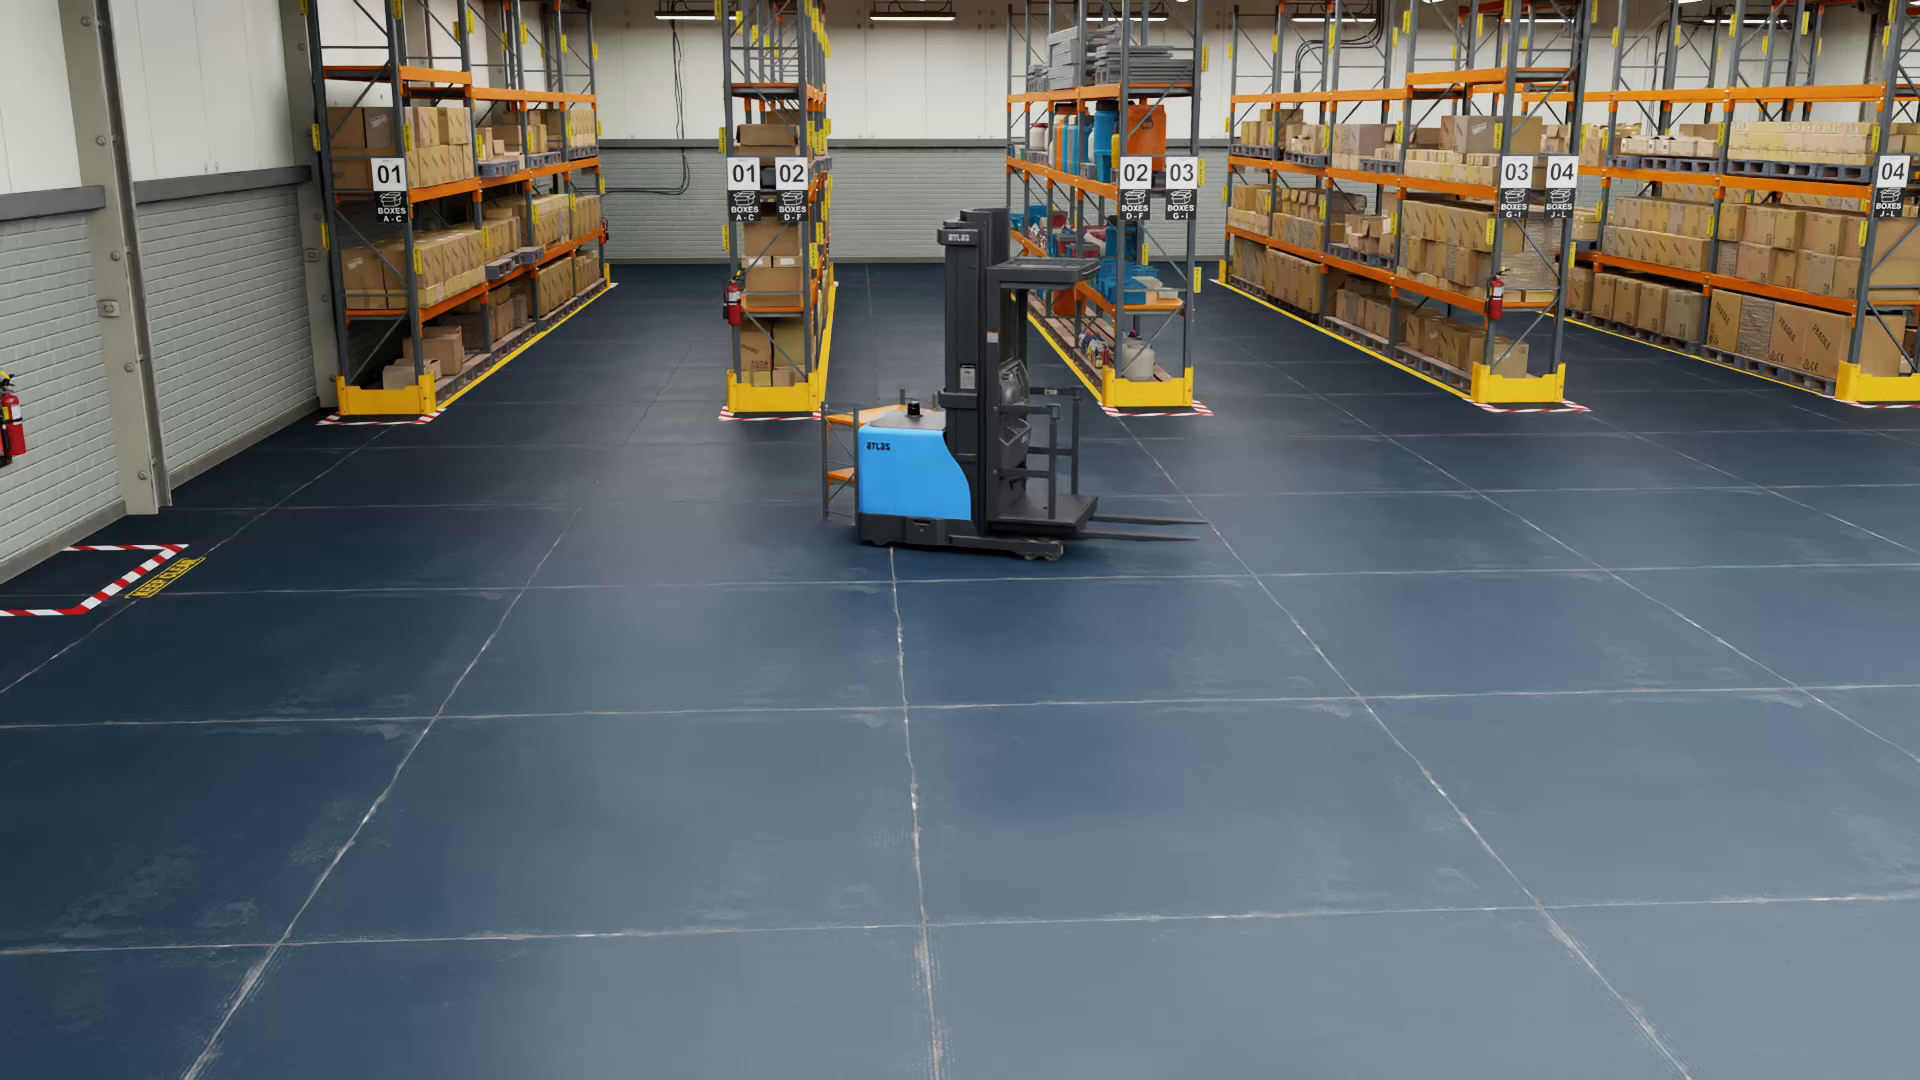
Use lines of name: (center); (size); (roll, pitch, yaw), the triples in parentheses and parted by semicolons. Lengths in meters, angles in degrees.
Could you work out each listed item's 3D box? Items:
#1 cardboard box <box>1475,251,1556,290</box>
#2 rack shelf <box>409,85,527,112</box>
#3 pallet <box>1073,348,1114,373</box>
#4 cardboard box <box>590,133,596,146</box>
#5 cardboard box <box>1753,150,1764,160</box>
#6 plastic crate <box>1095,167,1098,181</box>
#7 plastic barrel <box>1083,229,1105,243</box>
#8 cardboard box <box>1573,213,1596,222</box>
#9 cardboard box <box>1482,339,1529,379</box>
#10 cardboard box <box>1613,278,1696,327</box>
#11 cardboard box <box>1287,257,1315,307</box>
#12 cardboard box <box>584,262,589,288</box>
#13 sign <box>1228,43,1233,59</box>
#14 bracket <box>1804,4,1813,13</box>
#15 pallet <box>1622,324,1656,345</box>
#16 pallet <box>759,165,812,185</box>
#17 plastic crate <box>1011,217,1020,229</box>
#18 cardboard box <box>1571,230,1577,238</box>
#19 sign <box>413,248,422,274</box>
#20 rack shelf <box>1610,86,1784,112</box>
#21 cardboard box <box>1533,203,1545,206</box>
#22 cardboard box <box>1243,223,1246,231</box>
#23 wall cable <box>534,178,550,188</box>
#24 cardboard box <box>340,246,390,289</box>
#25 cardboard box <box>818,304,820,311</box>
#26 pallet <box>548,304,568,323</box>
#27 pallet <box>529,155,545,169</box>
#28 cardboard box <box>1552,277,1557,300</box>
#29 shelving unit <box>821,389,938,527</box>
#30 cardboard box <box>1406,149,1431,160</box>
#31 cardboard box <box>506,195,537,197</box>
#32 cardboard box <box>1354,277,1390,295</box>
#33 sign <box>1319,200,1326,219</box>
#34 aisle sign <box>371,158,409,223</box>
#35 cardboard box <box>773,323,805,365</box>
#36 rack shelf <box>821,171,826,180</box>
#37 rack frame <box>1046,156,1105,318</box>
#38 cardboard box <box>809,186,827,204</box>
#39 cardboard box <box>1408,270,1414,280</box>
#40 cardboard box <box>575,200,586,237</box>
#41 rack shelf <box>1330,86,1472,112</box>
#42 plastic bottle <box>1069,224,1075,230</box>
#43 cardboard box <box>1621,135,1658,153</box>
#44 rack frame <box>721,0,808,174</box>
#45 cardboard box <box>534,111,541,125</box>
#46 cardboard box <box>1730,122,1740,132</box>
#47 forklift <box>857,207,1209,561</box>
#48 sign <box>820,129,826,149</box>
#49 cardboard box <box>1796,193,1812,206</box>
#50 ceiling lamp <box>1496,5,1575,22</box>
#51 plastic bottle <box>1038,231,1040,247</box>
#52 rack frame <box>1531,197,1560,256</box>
cardboard box: (7.461, -3.639, 22.352); (0.875, 0.500, 0.500); (-1, 14, -3)
rack shelf: (-7.736, -6.935, 26.169); (1.077, 0.370, 4.000); (-1, 14, -3)
pallet: (2.276, -2.710, 25.134); (1.003, 0.211, 1.213); (-1, 14, -3)
cardboard box: (-8.045, -8.513, 35.331); (0.500, 0.250, 0.500); (0, 14, -2)
cardboard box: (11.907, -5.654, 24.422); (0.380, 0.149, 0.250); (-1, 14, -4)
plastic crate: (2.102, -5.181, 23.549); (0.336, 0.188, 0.450); (-1, 14, -3)
plastic barrel: (2.305, -5.024, 28.309); (0.421, 0.512, 0.421); (0, 14, 0)
cardboard box: (11.427, -5.898, 30.395); (0.380, 0.149, 0.250); (-1, 14, -4)
cardboard box: (7.446, -2.458, 22.732); (0.500, 0.500, 0.500); (2, 15, 7)
cardboard box: (11.934, -4.094, 28.590); (1.050, 0.750, 0.750); (-1, 14, -3)
cardboard box: (6.902, -4.867, 31.344); (1.225, 0.875, 0.875); (-1, 14, -3)
cardboard box: (-8.109, -5.497, 34.546); (0.700, 0.500, 0.500); (-1, 14, -2)
sign: (5.922, -10.716, 36.423); (0.100, 0.325, 0.005); (-1, 14, -3)
bracket: (21.527, -13.539, 42.365); (0.235, 0.232, 0.430); (-1, 14, -3)
pallet: (11.975, -3.500, 28.206); (1.003, 0.211, 1.213); (-1, 14, -3)
pallet: (-2.438, -4.743, 21.600); (1.003, 0.211, 1.213); (-1, 14, -3)
plastic crate: (1.301, -6.766, 35.519); (0.416, 0.233, 0.300); (-1, 14, -3)
cardboard box: (11.426, -5.609, 30.470); (0.380, 0.149, 0.250); (-1, 14, -4)
sign: (-6.822, -3.508, 20.902); (0.100, 0.325, 0.005); (-1, 14, -3)
rack shelf: (12.052, -7.216, 27.260); (1.077, 0.370, 4.000); (-1, 14, -3)
cardboard box: (11.902, -6.665, 34.112); (0.500, 0.500, 0.500); (-1, 14, -4)
cardboard box: (6.265, -6.691, 35.516); (0.380, 0.149, 0.250); (-1, 14, -5)
wall cable: (-9.379, -7.855, 37.497); (0.084, 1.984, 1.851); (-1, 14, -3)
cardboard box: (-7.605, -3.494, 21.343); (0.500, 0.500, 0.500); (-1, 14, -4)
cardboard box: (-2.504, -3.655, 26.763); (0.500, 0.311, 0.500); (-1, 14, -5)
pallet: (-7.906, -4.219, 31.000); (1.003, 0.211, 1.213); (-1, 14, -3)
pallet: (-7.952, -6.590, 28.979); (1.213, 0.211, 1.003); (0, 14, -1)
cardboard box: (11.549, -4.763, 31.693); (0.500, 0.500, 0.500); (-2, 15, -6)
shelving unit: (-0.758, -0.800, 15.879); (0.538, 1.125, 1.048); (14, 20, 43)
cardboard box: (6.932, -5.792, 24.998); (0.380, 0.149, 0.250); (-1, 14, -5)
cardboard box: (-8.300, -6.381, 31.465); (0.500, 0.250, 0.500); (-1, 14, -3)
cardboard box: (7.086, -4.367, 28.607); (0.500, 0.250, 0.500); (1, 14, 3)
sign: (6.418, -5.850, 29.421); (0.100, 0.325, 0.005); (-1, 14, -3)
aisle sign: (-7.060, -4.326, 20.602); (0.394, 0.787, 0.004); (-1, 14, -3)
cardboard box: (-2.264, -2.653, 22.490); (0.500, 0.500, 0.500); (-1, 14, -3)
rack shelf: (-3.040, -6.749, 30.660); (1.077, 0.370, 4.000); (-1, 14, -3)
rack frame: (2.028, -5.222, 29.304); (1.000, 3.000, 0.127); (-1, 14, -3)
cardboard box: (-2.912, -6.796, 33.212); (0.500, 0.500, 0.500); (-1, 14, -2)
cardboard box: (6.978, -4.000, 25.058); (0.380, 0.149, 0.250); (-1, 14, -3)
cardboard box: (-8.164, -6.526, 33.770); (0.980, 0.700, 0.700); (-1, 14, -5)
rack shelf: (7.096, -7.165, 27.060); (1.077, 0.370, 4.000); (-1, 14, -3)
plastic bottle: (2.176, -5.924, 32.129); (0.144, 0.351, 0.185); (-1, 14, -3)
cardboard box: (11.754, -6.828, 28.661); (0.500, 0.311, 0.500); (-1, 14, -3)
rack frame: (-2.420, -6.063, 20.530); (1.000, 3.000, 0.127); (-1, 14, -3)
cardboard box: (-8.184, -7.921, 31.183); (0.500, 0.250, 0.500); (0, 14, 1)
cardboard box: (11.860, -6.229, 25.056); (0.380, 0.149, 0.250); (-1, 14, -3)
forklift: (0.662, -1.386, 14.531); (3.031, 2.935, 1.130); (4, 15, 15)
sign: (-2.361, -6.895, 28.588); (0.100, 0.325, 0.005); (-1, 14, -3)
cardboard box: (16.481, -6.486, 32.008); (0.500, 0.500, 0.500); (-1, 14, -4)
ceiling lamp: (13.781, -13.804, 38.903); (2.000, 3.185, 0.800); (-1, 14, -3)
plastic bottle: (1.487, -5.623, 31.097); (0.061, 0.283, 0.133); (-1, 14, -3)
rack frame: (11.681, -6.345, 33.668); (1.000, 3.000, 0.127); (-1, 14, -3)
